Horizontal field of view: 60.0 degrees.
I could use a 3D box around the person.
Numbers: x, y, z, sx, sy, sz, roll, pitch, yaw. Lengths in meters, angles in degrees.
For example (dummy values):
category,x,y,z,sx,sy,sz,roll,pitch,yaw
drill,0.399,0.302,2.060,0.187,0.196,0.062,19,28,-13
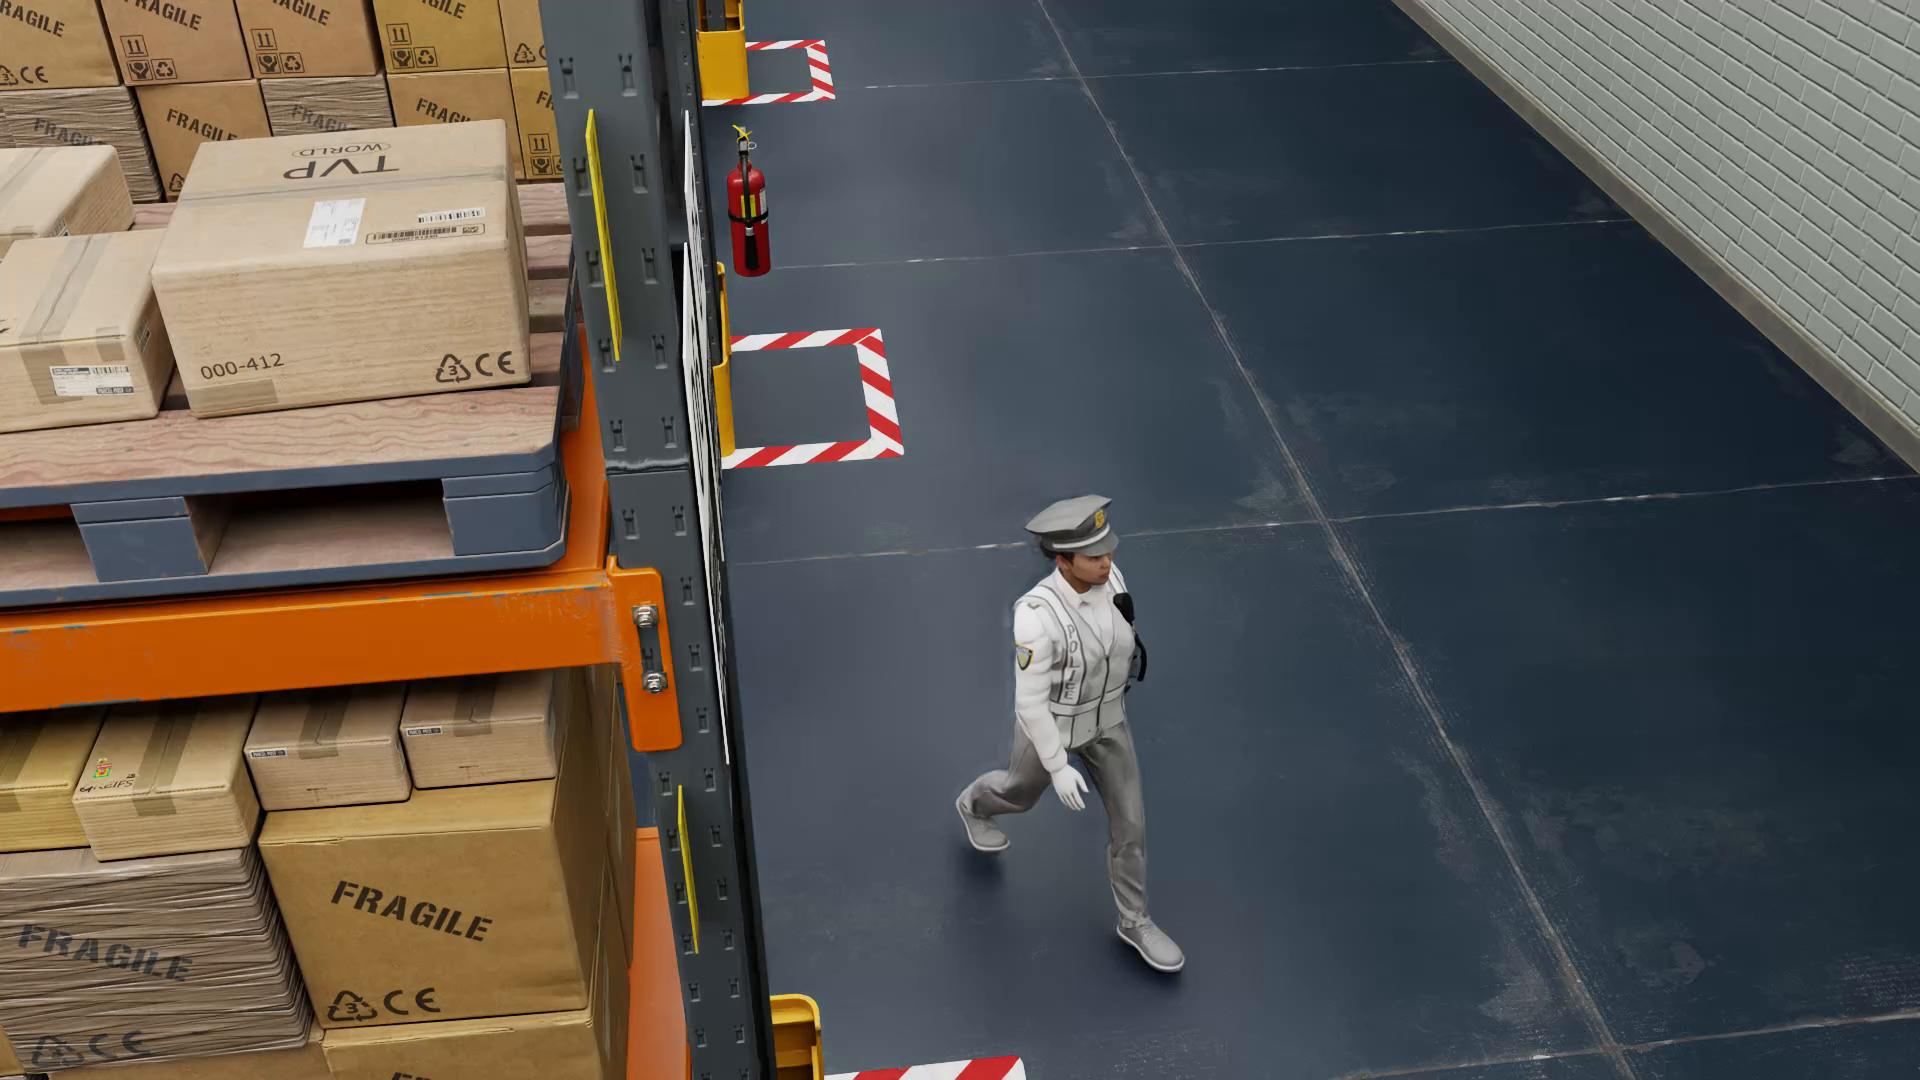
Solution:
category,x,y,z,sx,sy,sz,roll,pitch,yaw
person,0.354,0.566,5.300,0.484,1.634,1.017,-23,41,-29
